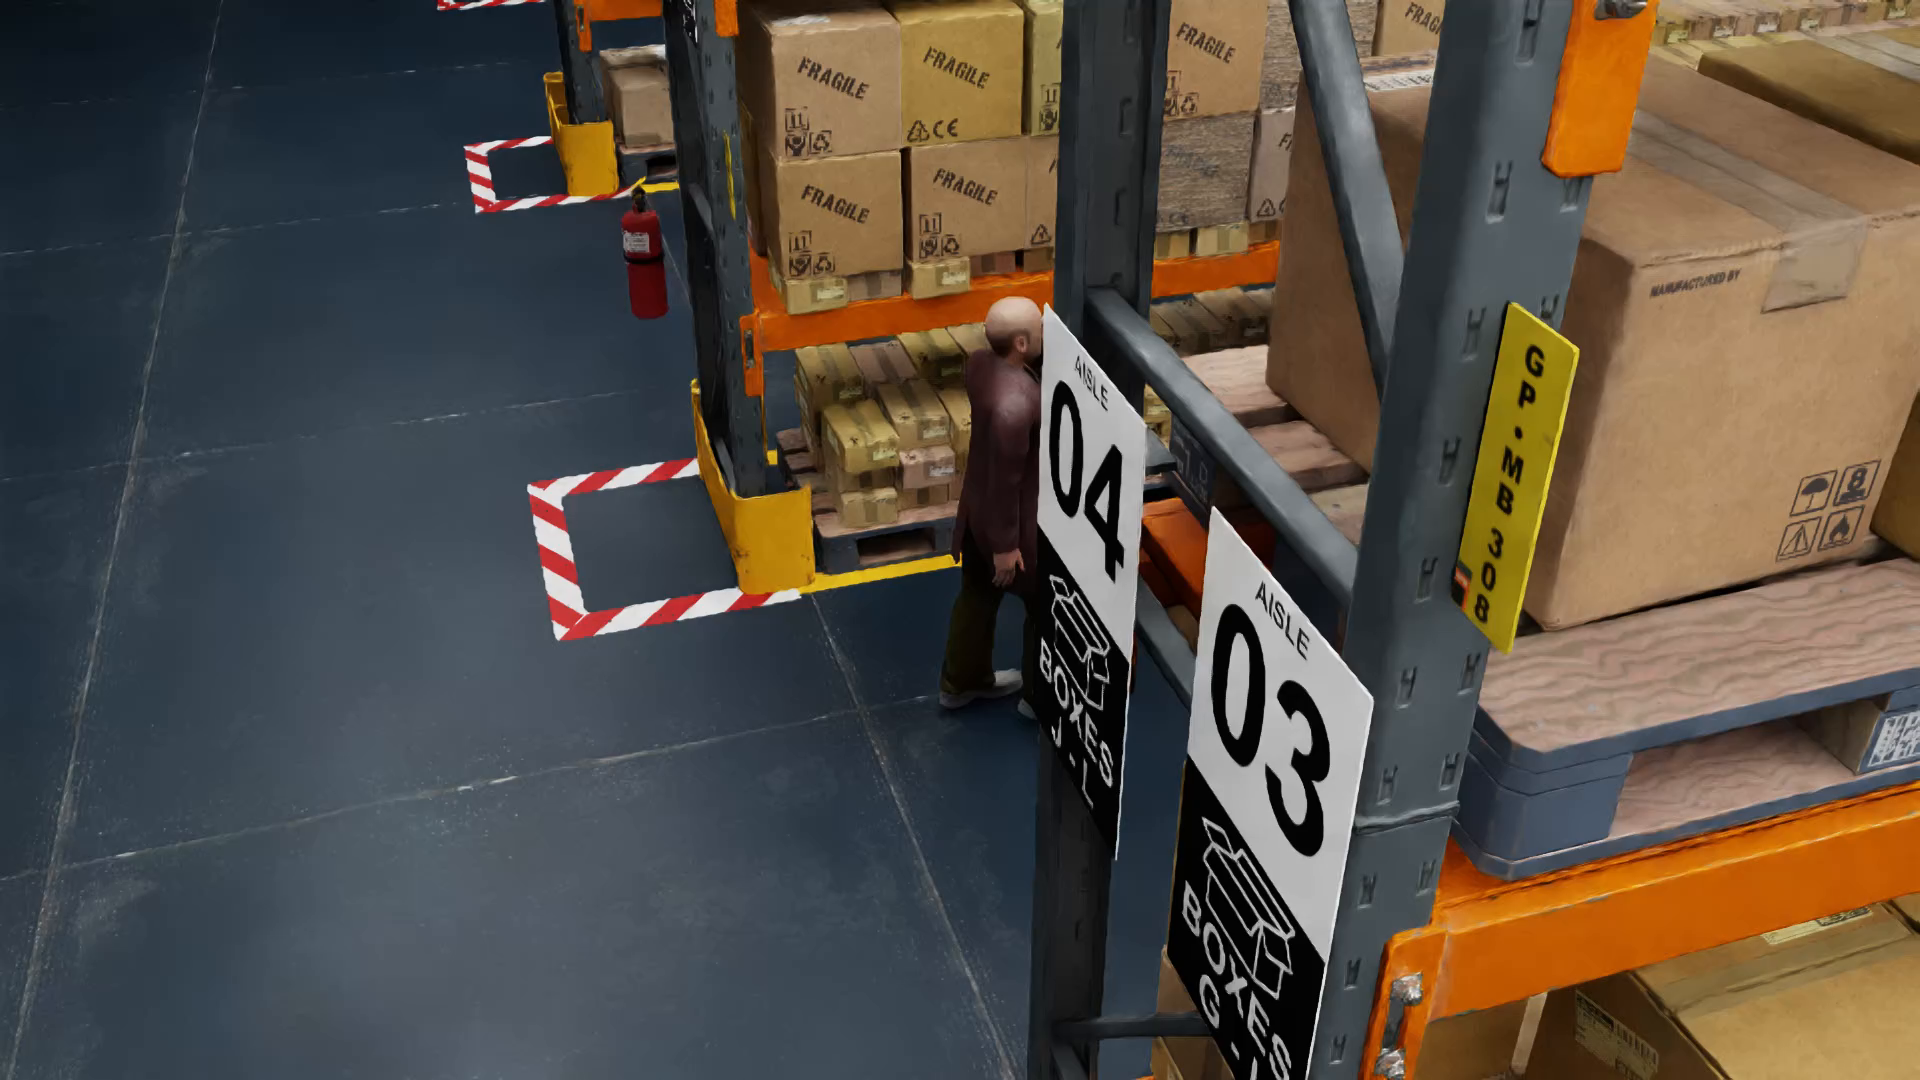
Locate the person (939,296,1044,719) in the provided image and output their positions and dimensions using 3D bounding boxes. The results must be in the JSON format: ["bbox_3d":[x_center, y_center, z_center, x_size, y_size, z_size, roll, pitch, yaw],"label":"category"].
[{"bbox_3d":[0.229,-0.099,6.308,0.641,1.806,0.583,-10,35,-15],"label":"person"}]
